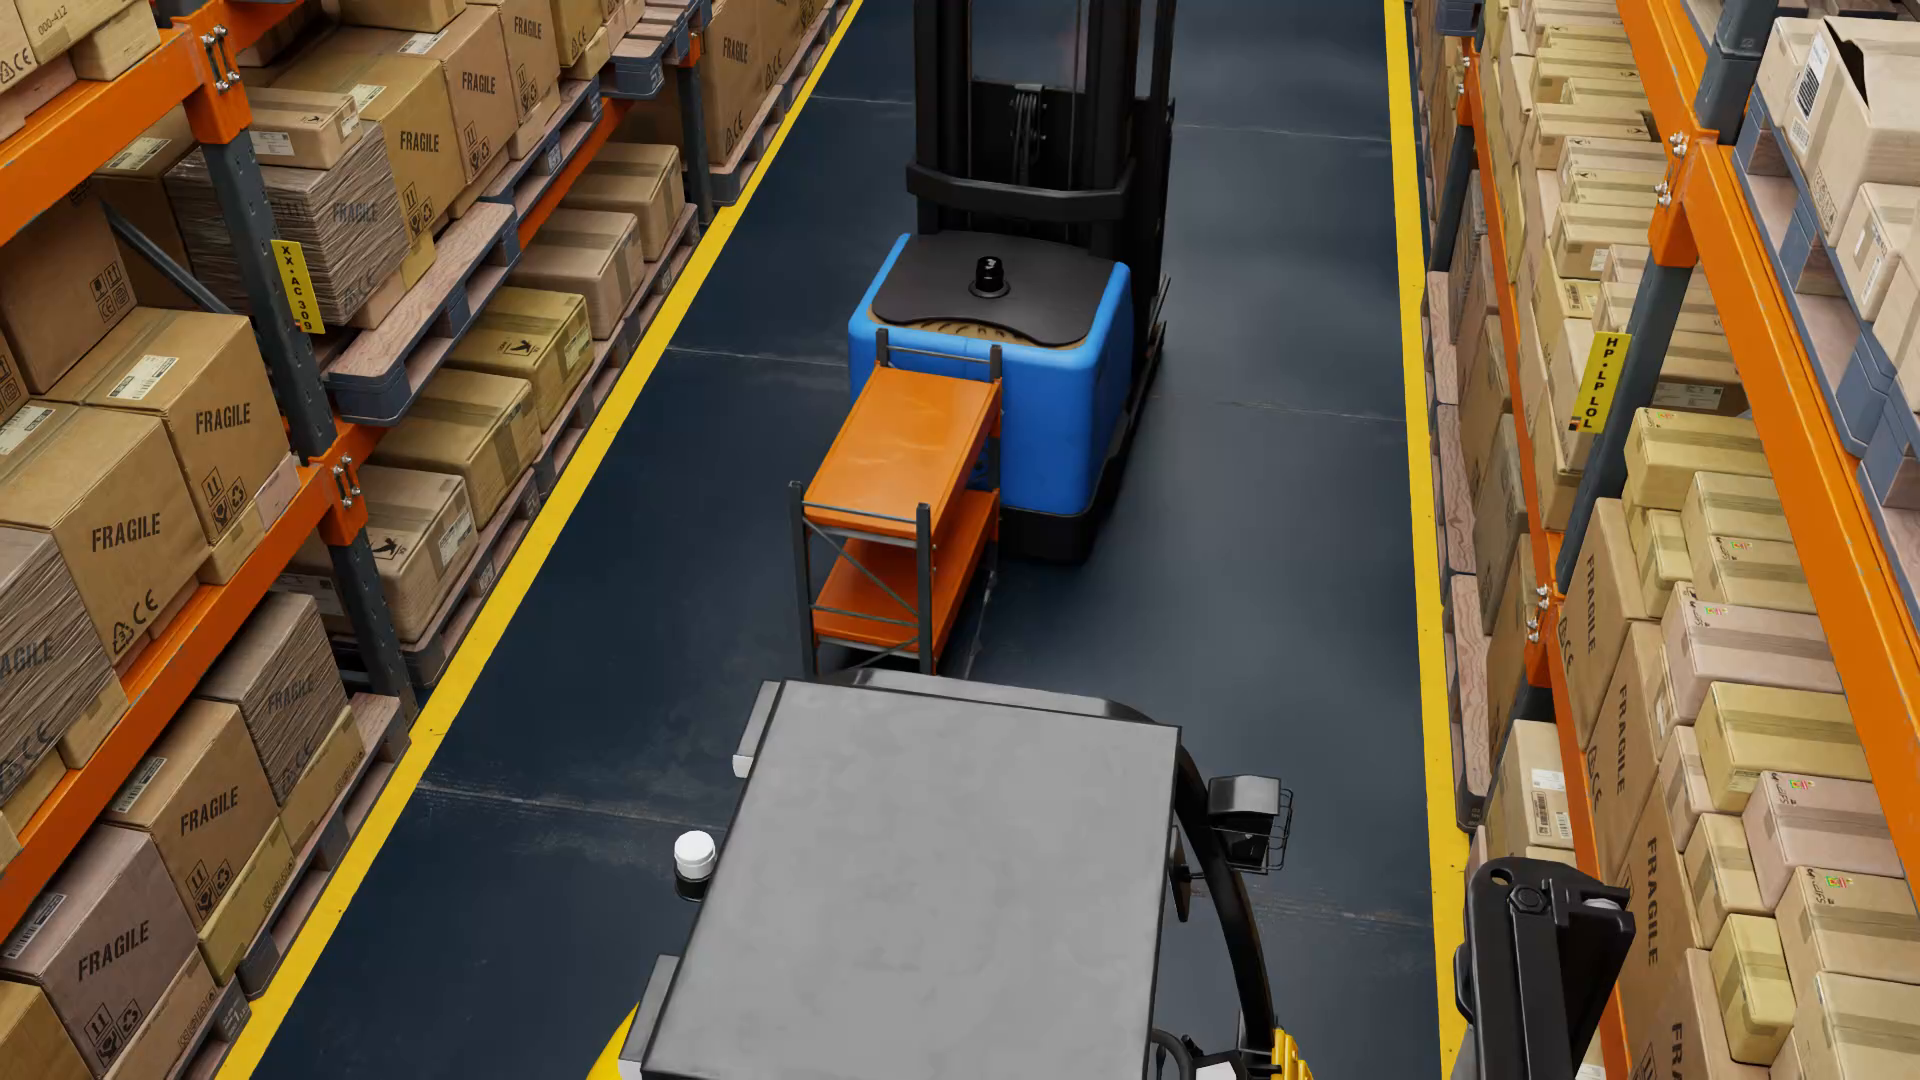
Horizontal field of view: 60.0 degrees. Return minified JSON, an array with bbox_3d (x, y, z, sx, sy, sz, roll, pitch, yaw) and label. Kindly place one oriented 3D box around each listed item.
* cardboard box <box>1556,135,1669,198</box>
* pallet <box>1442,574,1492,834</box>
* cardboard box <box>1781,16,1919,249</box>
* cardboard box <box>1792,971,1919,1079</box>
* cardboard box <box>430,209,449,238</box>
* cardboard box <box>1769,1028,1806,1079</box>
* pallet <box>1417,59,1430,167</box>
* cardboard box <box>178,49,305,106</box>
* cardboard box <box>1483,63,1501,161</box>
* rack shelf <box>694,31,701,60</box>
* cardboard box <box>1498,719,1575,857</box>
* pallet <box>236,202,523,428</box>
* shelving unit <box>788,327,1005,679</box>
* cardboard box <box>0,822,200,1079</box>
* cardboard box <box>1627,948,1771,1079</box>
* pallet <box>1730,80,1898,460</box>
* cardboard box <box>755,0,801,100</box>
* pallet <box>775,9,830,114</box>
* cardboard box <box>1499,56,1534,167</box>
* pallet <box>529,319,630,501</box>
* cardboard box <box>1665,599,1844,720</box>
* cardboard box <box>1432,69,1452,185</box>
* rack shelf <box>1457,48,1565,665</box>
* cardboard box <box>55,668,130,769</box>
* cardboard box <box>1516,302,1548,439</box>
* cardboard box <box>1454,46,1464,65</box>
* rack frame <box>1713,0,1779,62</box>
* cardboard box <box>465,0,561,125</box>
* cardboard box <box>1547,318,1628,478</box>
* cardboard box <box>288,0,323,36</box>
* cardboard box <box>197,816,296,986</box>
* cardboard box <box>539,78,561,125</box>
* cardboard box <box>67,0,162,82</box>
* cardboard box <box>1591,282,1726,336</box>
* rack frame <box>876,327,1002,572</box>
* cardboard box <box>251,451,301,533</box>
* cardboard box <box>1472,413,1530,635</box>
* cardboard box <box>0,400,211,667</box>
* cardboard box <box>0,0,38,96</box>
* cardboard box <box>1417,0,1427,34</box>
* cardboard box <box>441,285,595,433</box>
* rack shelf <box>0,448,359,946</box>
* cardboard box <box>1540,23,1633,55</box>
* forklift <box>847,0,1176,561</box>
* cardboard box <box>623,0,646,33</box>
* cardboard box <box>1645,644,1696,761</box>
[{"bbox_3d":[2.328,-1.293,5.872,0.380,0.149,0.250,7,40,8],"label":"cardboard box"},{"bbox_3d":[2.385,0.648,6.301,1.003,0.211,1.213,6,40,8],"label":"pallet"},{"bbox_3d":[1.912,-0.787,3.156,0.500,0.311,0.500,7,40,9],"label":"cardboard box"},{"bbox_3d":[1.718,0.936,2.943,0.380,0.149,0.250,7,40,8],"label":"cardboard box"},{"bbox_3d":[-2.161,-1.224,6.244,0.380,0.149,0.250,9,40,11],"label":"cardboard box"},{"bbox_3d":[1.717,1.059,3.028,0.380,0.149,0.250,6,40,7],"label":"cardboard box"},{"bbox_3d":[3.368,-2.624,10.258,1.003,0.211,1.213,6,40,8],"label":"pallet"},{"bbox_3d":[-2.655,-1.447,6.004,0.500,0.500,0.500,7,40,8],"label":"cardboard box"},{"bbox_3d":[2.578,-1.846,7.247,0.500,0.250,0.500,6,40,7],"label":"cardboard box"},{"bbox_3d":[-1.556,-3.993,10.291,1.077,0.370,4.000,6,40,8],"label":"rack shelf"},{"bbox_3d":[1.903,0.821,4.946,0.500,0.250,0.500,6,40,7],"label":"cardboard box"},{"bbox_3d":[-2.318,-0.895,6.129,1.003,0.211,1.213,6,40,8],"label":"pallet"},{"bbox_3d":[-0.214,-0.034,6.408,0.538,1.125,1.048,10,41,11],"label":"shelving unit"},{"bbox_3d":[-2.605,1.144,4.752,0.500,0.500,0.500,8,40,10],"label":"cardboard box"},{"bbox_3d":[1.693,1.211,3.353,0.500,0.500,0.500,7,40,8],"label":"cardboard box"},{"bbox_3d":[2.174,-0.544,3.269,1.003,0.211,1.213,6,40,8],"label":"pallet"},{"bbox_3d":[-1.542,-3.342,10.276,0.875,0.875,0.875,7,40,8],"label":"cardboard box"},{"bbox_3d":[-1.478,-3.191,10.944,1.003,0.211,1.213,6,40,8],"label":"pallet"},{"bbox_3d":[2.474,-1.713,6.694,0.500,0.250,0.500,5,40,7],"label":"cardboard box"},{"bbox_3d":[-2.252,-0.687,7.916,1.003,0.211,1.213,6,40,8],"label":"pallet"},{"bbox_3d":[1.811,0.289,3.725,0.380,0.149,0.250,7,40,9],"label":"cardboard box"},{"bbox_3d":[2.946,-2.271,9.275,0.500,0.500,0.500,6,40,7],"label":"cardboard box"},{"bbox_3d":[2.642,-0.938,6.595,1.077,0.370,4.000,6,40,8],"label":"rack shelf"},{"bbox_3d":[-2.522,0.465,4.531,0.380,0.149,0.250,6,40,7],"label":"cardboard box"},{"bbox_3d":[2.207,-0.564,5.695,0.500,0.250,0.500,6,40,7],"label":"cardboard box"},{"bbox_3d":[2.930,-2.592,9.154,0.380,0.149,0.250,5,40,6],"label":"cardboard box"},{"bbox_3d":[2.296,-2.272,2.936,1.000,3.000,0.127,6,40,8],"label":"rack frame"},{"bbox_3d":[-1.967,-2.030,6.709,0.500,0.500,0.500,5,40,6],"label":"cardboard box"},{"bbox_3d":[2.129,-0.431,5.143,0.500,0.250,0.500,6,40,7],"label":"cardboard box"},{"bbox_3d":[-2.606,-1.993,6.157,0.380,0.149,0.250,5,40,6],"label":"cardboard box"},{"bbox_3d":[-2.514,1.129,5.359,0.500,0.250,0.500,5,40,6],"label":"cardboard box"},{"bbox_3d":[-1.917,-1.868,7.023,0.380,0.149,0.250,5,40,6],"label":"cardboard box"},{"bbox_3d":[-2.348,-1.333,4.351,0.380,0.149,0.250,7,40,8],"label":"cardboard box"},{"bbox_3d":[2.163,-0.652,5.097,0.380,0.149,0.250,6,40,7],"label":"cardboard box"},{"bbox_3d":[-0.082,-0.347,6.787,0.500,1.125,0.032,10,41,11],"label":"rack frame"},{"bbox_3d":[-2.349,-0.173,5.302,0.380,0.149,0.250,6,40,7],"label":"cardboard box"},{"bbox_3d":[2.517,-0.022,6.456,0.875,0.625,0.625,6,40,7],"label":"cardboard box"},{"bbox_3d":[-2.508,-0.028,4.618,0.500,0.500,0.500,8,40,9],"label":"cardboard box"},{"bbox_3d":[-2.492,-1.094,3.750,0.500,0.250,0.500,6,40,7],"label":"cardboard box"},{"bbox_3d":[3.292,-3.565,10.840,0.500,0.500,0.500,6,40,7],"label":"cardboard box"},{"bbox_3d":[-2.266,-0.872,7.683,0.950,0.372,0.625,8,40,9],"label":"cardboard box"},{"bbox_3d":[-2.940,1.027,4.218,1.077,0.370,4.000,6,40,8],"label":"rack shelf"},{"bbox_3d":[2.532,-1.933,6.647,0.380,0.149,0.250,7,40,8],"label":"cardboard box"},{"bbox_3d":[0.408,-1.987,7.353,1.130,2.935,3.031,10,41,11],"label":"forklift"},{"bbox_3d":[-1.701,-2.510,7.799,0.380,0.149,0.250,6,40,7],"label":"cardboard box"},{"bbox_3d":[1.805,0.398,3.827,0.380,0.149,0.250,7,40,9],"label":"cardboard box"}]
